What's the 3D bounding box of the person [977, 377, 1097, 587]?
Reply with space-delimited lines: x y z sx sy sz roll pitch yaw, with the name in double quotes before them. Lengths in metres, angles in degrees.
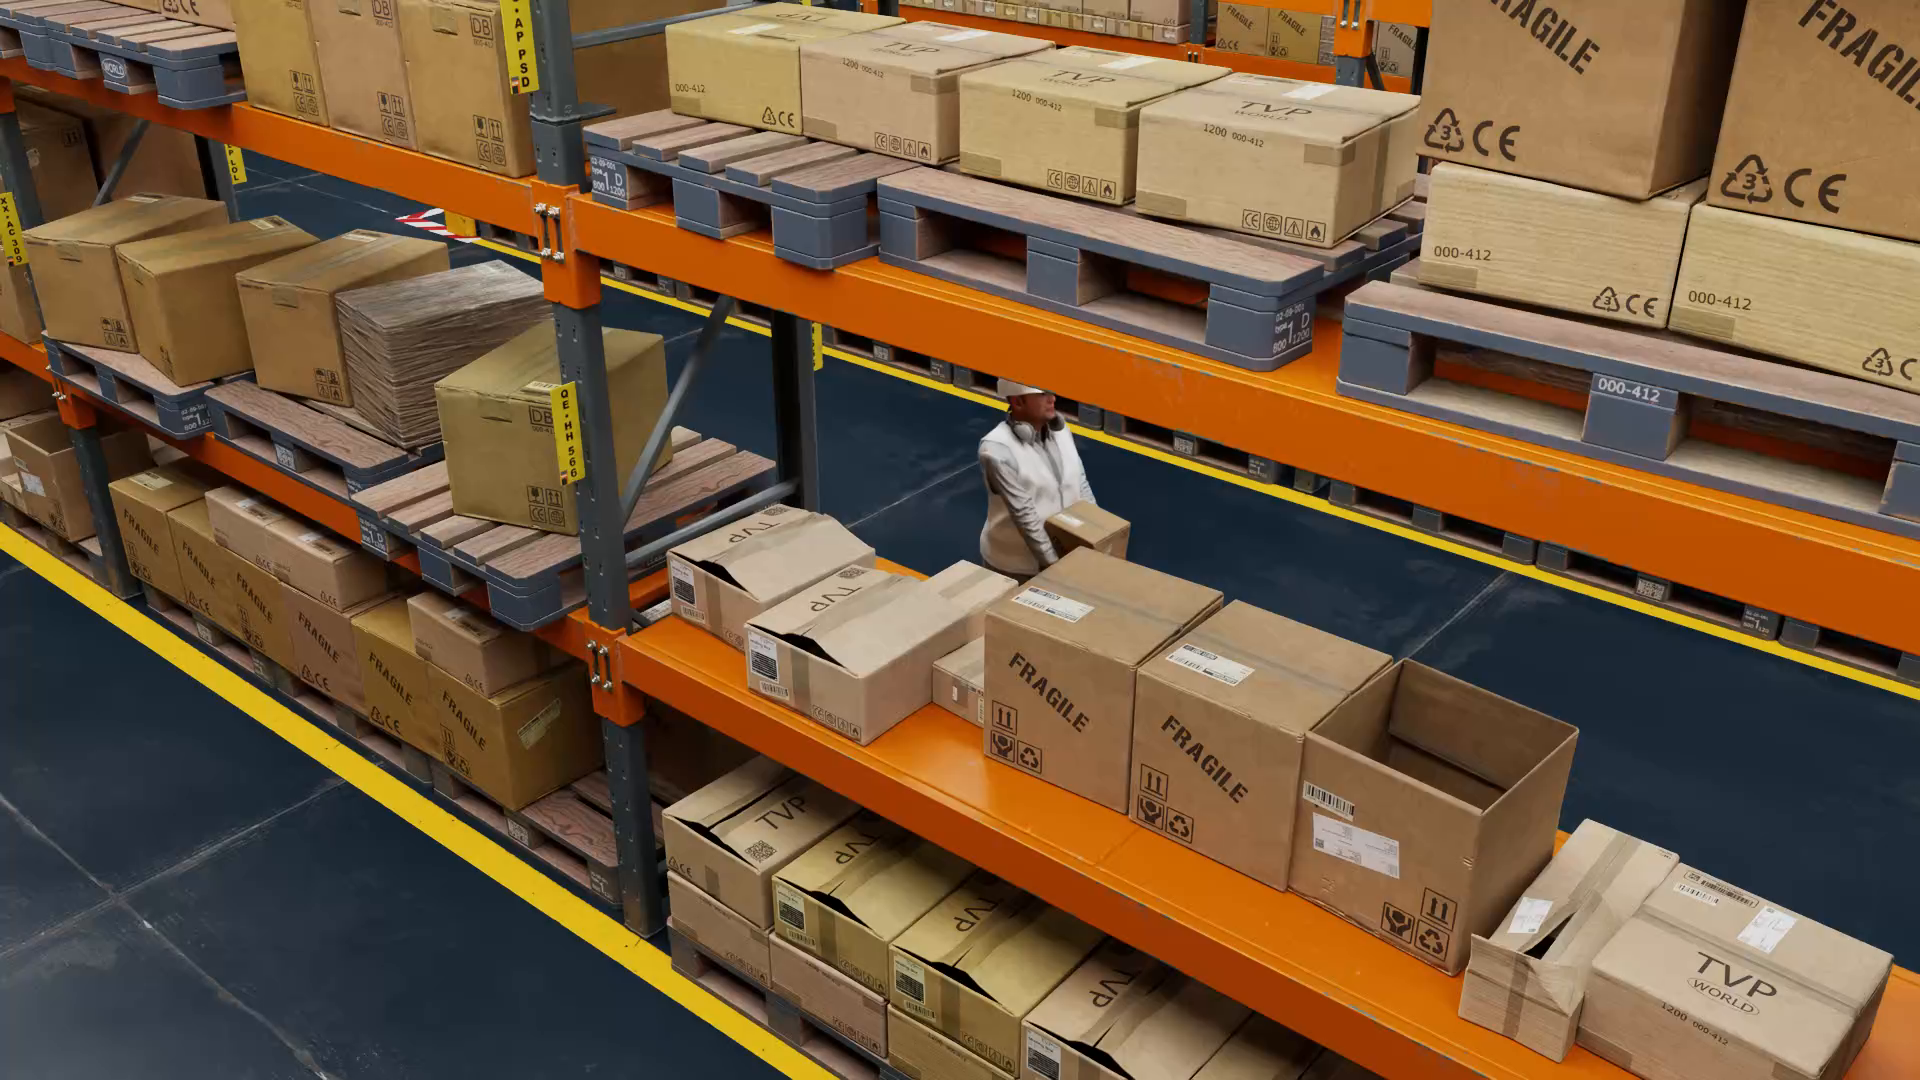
"person" 0.375 0.088 6.928 0.551 1.762 0.494 22 34 36
